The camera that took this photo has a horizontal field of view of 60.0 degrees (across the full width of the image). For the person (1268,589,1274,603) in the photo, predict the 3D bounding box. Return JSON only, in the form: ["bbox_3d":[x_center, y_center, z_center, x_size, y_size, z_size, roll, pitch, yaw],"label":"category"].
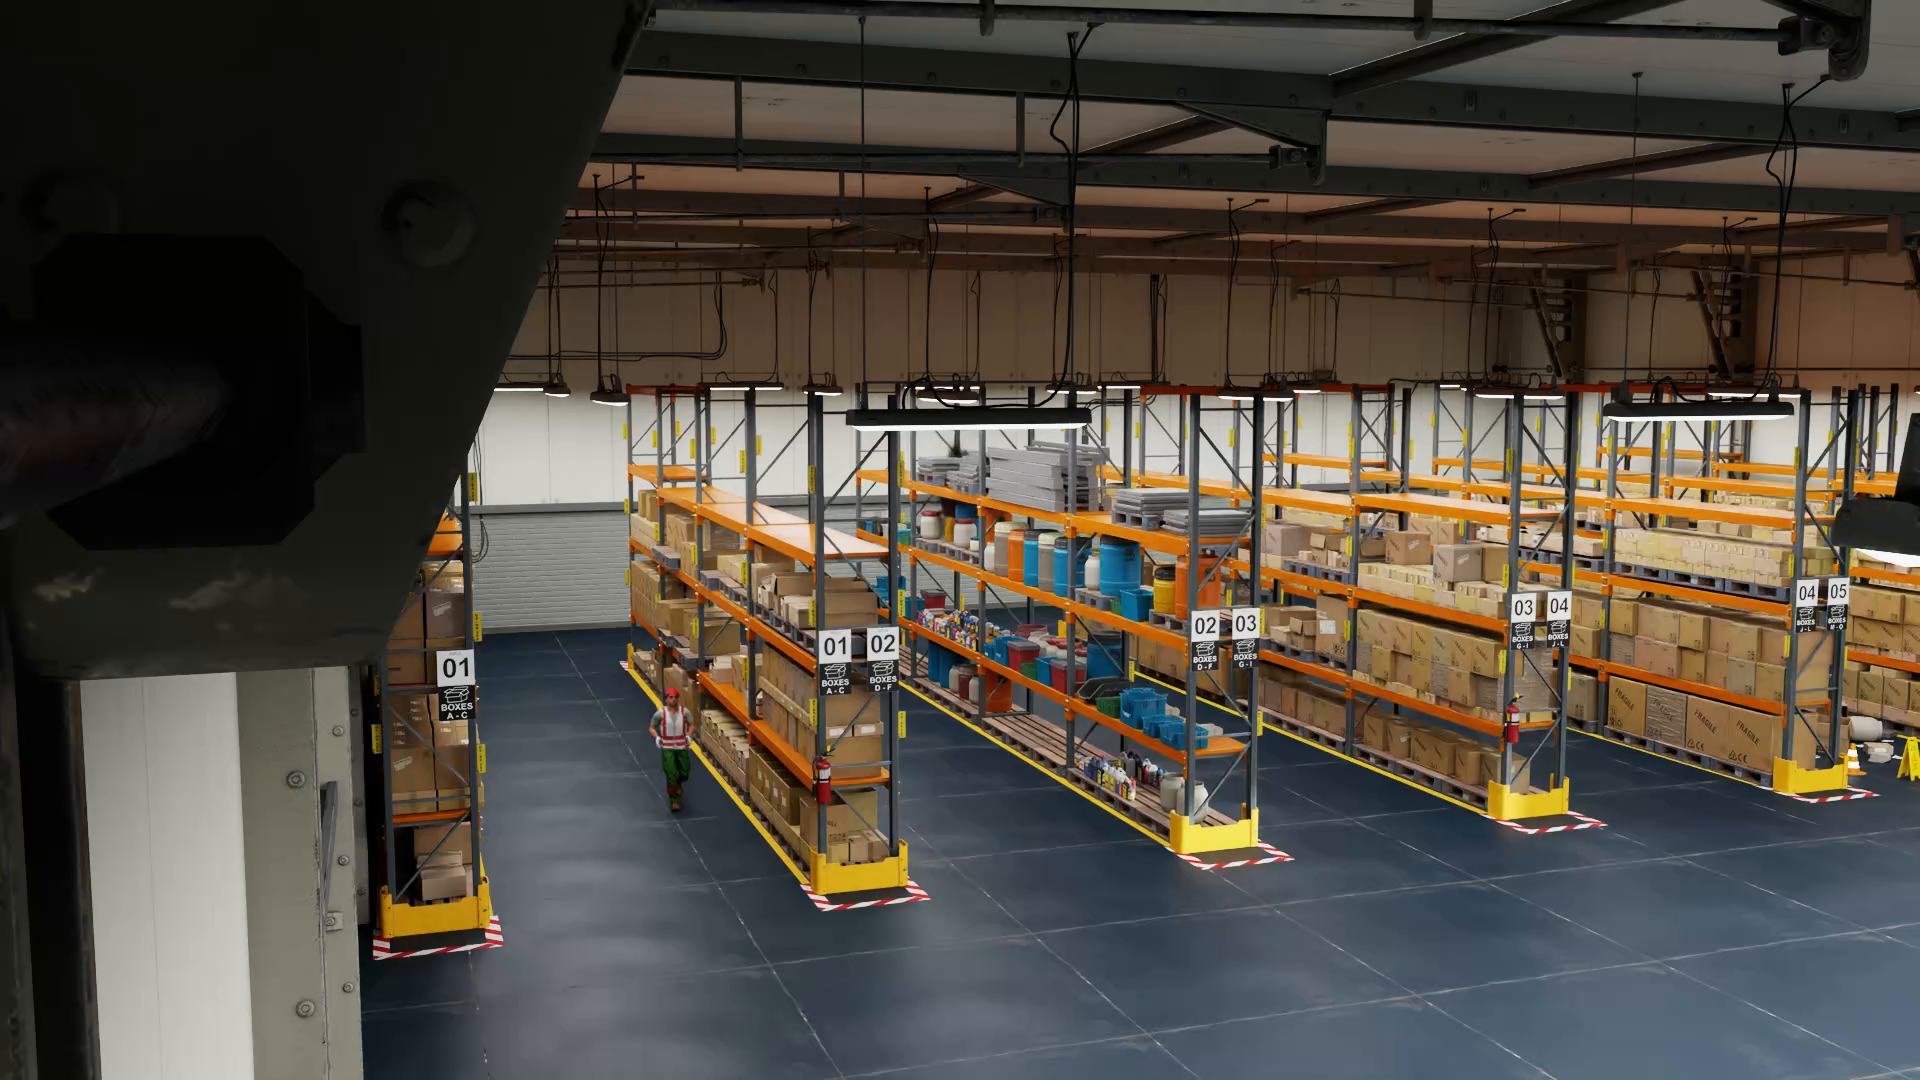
[{"bbox_3d":[7.797,1.278,41.197,0.572,1.608,0.571,-3,7,-26],"label":"person"}]

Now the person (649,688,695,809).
[{"bbox_3d":[-4.144,2.990,24.004,0.655,1.738,0.631,-2,6,-18],"label":"person"}]
